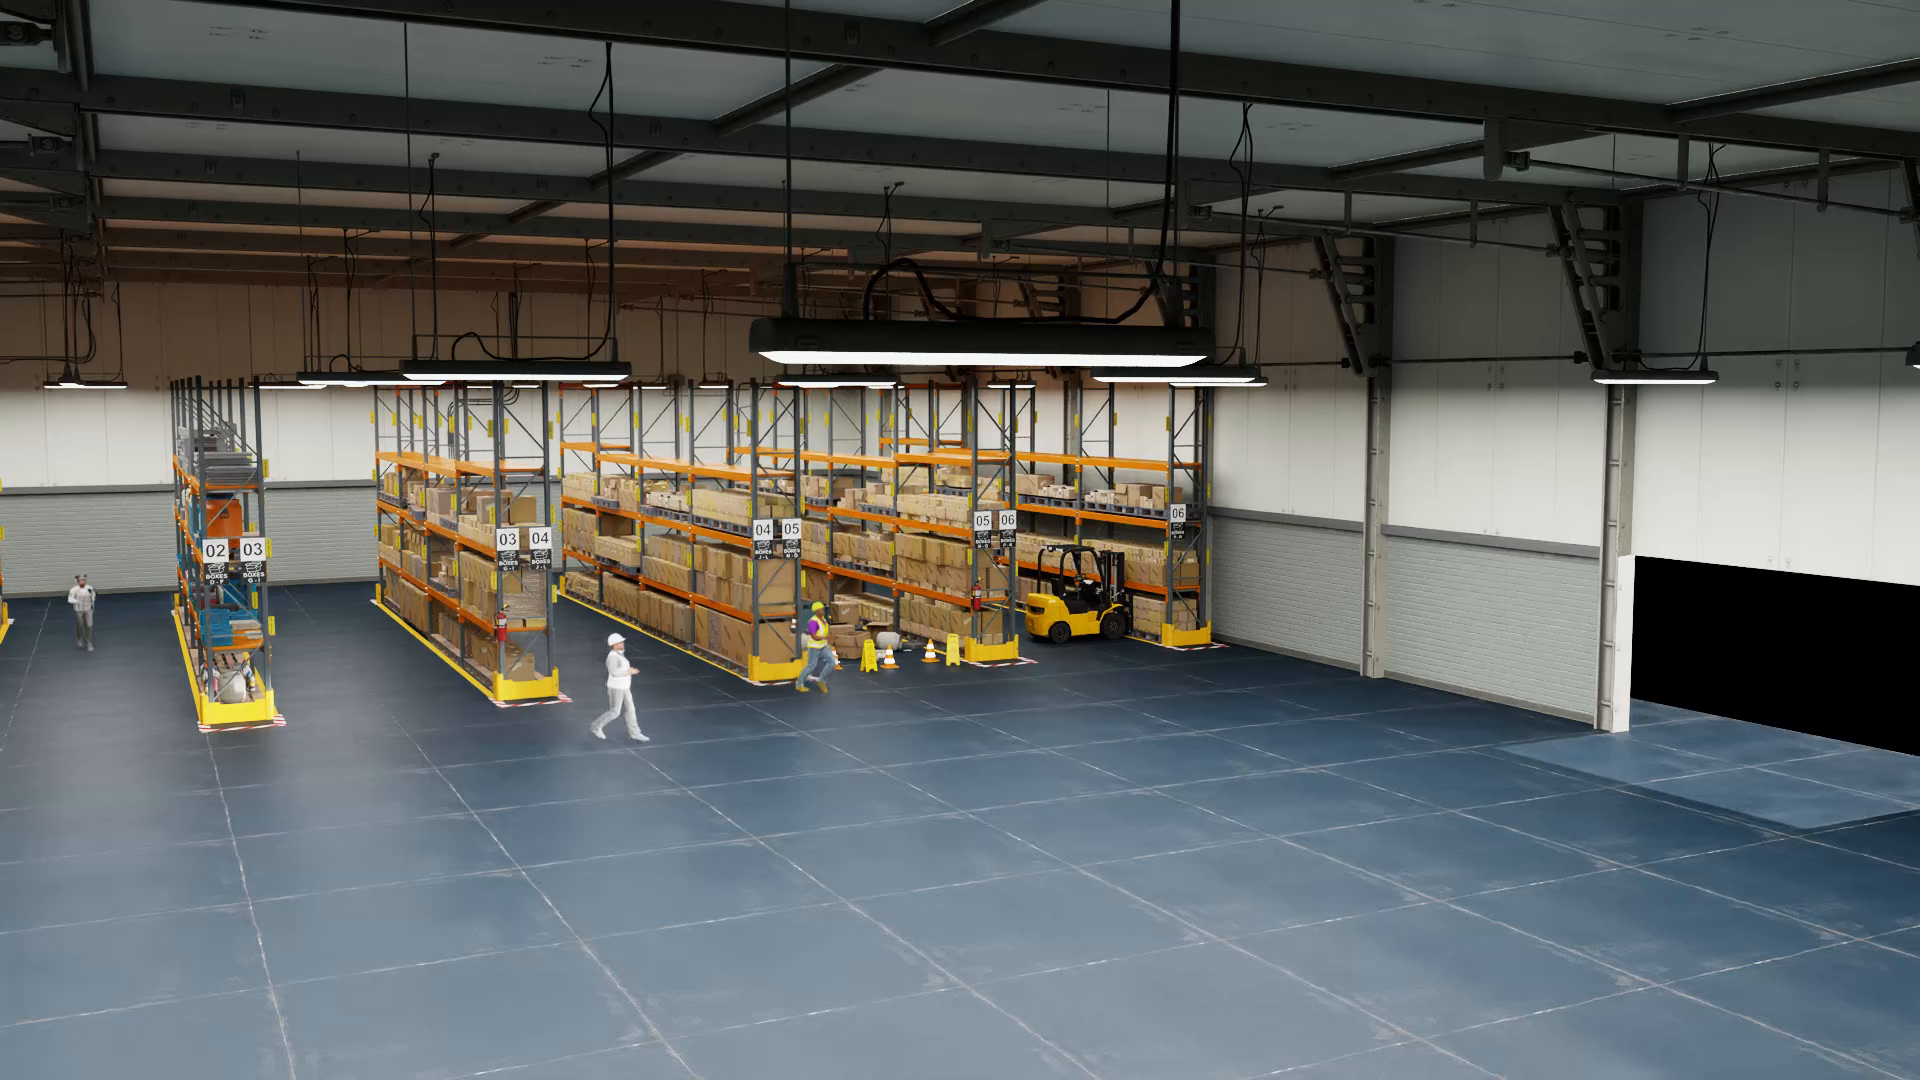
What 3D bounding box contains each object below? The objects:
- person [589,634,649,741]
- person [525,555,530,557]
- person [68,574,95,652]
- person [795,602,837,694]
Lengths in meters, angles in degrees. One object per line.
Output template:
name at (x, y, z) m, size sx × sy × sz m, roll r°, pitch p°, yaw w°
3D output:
person at (-5.565, 2.408, 27.082) m, size 0.949 × 1.777 × 0.657 m, roll 0°, pitch 5°, yaw 1°
person at (-11.666, 0.943, 45.121) m, size 0.562 × 1.555 × 0.606 m, roll -1°, pitch 5°, yaw -14°
person at (-19.477, 1.600, 36.909) m, size 0.552 × 1.733 × 0.827 m, roll -3°, pitch 6°, yaw -32°
person at (-2.685, 2.042, 31.507) m, size 0.863 × 1.764 × 0.717 m, roll 2°, pitch 6°, yaw 24°
